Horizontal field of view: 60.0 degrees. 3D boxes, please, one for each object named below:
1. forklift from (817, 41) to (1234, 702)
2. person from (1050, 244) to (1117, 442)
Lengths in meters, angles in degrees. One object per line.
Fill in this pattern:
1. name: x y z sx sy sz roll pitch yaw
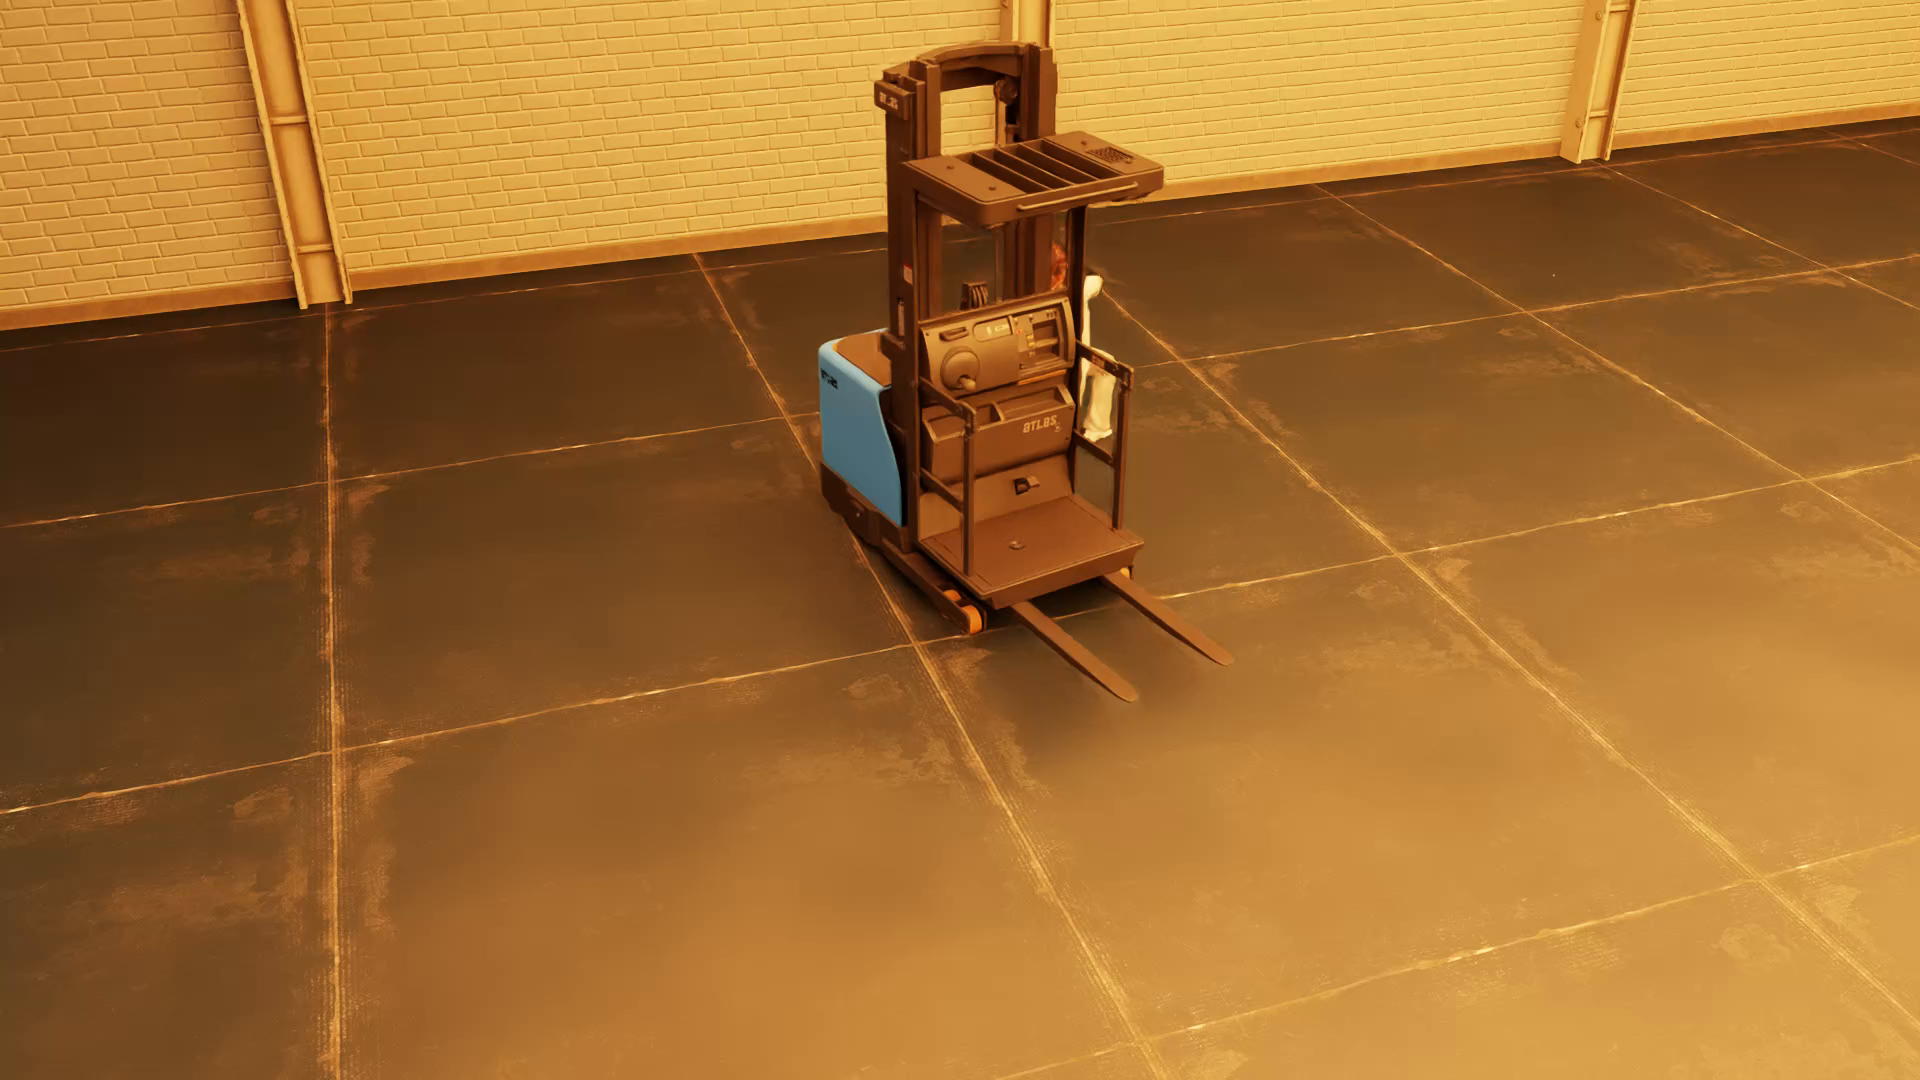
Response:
1. forklift: 0.329 -1.012 8.846 1.130 2.935 3.031 -17 34 -27
2. person: 0.569 -1.260 10.855 0.947 1.439 0.684 -20 35 -31
